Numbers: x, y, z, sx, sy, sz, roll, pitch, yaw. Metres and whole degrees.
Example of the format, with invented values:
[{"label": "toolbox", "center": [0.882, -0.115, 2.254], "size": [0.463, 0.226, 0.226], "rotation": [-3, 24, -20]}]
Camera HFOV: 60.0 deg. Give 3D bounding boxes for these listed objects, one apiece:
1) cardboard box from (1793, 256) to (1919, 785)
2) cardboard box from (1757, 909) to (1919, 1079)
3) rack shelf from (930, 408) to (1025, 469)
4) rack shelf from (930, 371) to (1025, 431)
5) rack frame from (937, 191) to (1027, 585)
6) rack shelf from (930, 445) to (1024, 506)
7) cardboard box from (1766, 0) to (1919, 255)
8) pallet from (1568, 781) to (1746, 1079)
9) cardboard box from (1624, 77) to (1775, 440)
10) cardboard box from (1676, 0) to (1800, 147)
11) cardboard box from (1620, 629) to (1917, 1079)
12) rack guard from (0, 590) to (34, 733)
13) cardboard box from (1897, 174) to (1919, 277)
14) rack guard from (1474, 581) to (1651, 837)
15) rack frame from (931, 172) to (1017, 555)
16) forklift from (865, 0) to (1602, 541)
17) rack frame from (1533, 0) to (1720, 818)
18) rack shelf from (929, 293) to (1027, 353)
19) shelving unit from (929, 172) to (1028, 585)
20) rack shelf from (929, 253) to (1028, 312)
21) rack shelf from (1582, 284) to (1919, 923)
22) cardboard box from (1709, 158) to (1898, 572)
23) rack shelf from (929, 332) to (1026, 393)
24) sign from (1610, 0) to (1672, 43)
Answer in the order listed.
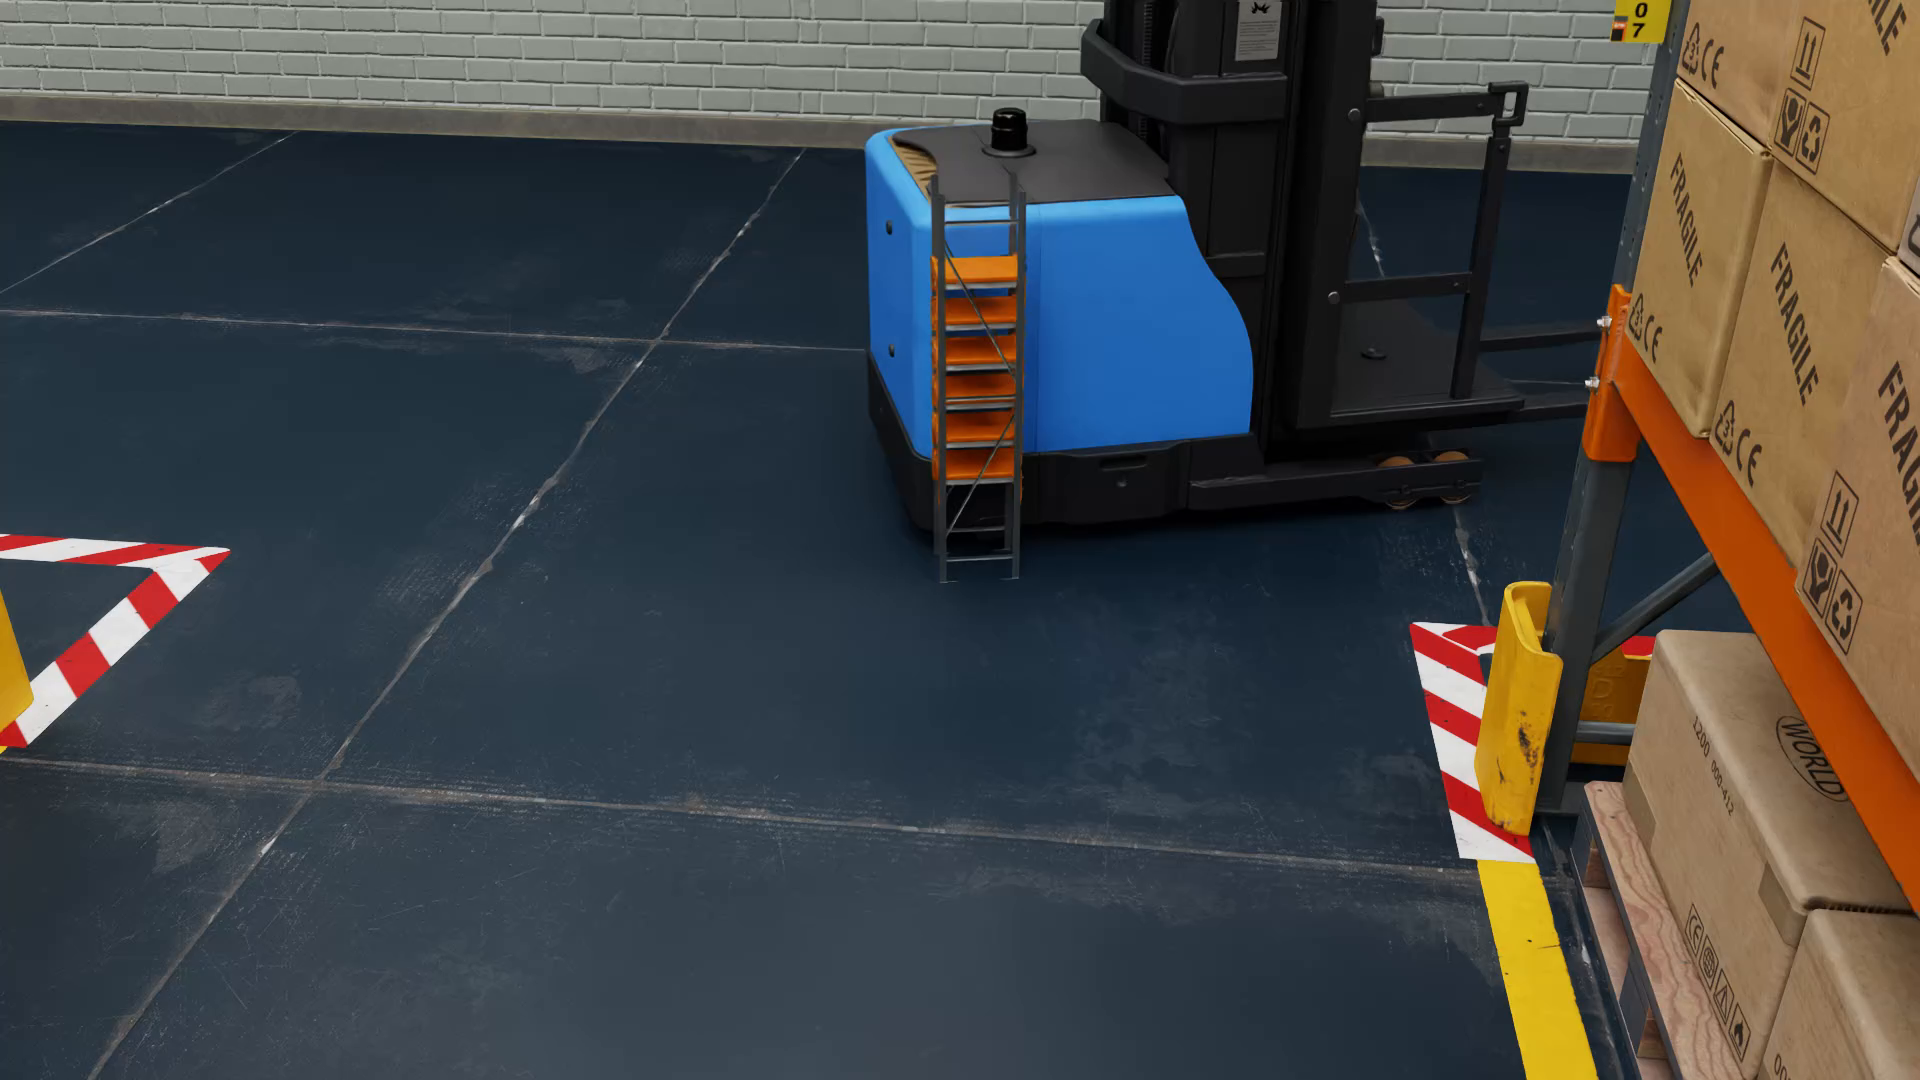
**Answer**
[{"label": "cardboard box", "center": [1.405, -0.015, 2.010], "size": [0.500, 0.500, 0.500], "rotation": [3, 28, 6]}, {"label": "cardboard box", "center": [1.777, 1.032, 2.430], "size": [0.875, 0.438, 0.875], "rotation": [4, 29, 8]}, {"label": "rack shelf", "center": [0.049, -0.300, 4.888], "size": [0.258, 0.103, 0.180], "rotation": [-3, 28, -5]}, {"label": "rack shelf", "center": [0.049, -0.405, 4.831], "size": [0.258, 0.103, 0.180], "rotation": [-3, 28, -5]}, {"label": "rack frame", "center": [0.059, -0.401, 4.730], "size": [0.240, 1.200, 0.006], "rotation": [-3, 28, -5]}, {"label": "rack shelf", "center": [0.049, -0.194, 4.945], "size": [0.258, 0.103, 0.180], "rotation": [-3, 28, -5]}, {"label": "cardboard box", "center": [1.465, -0.690, 2.208], "size": [0.500, 0.500, 0.500], "rotation": [3, 28, 5]}, {"label": "pallet", "center": [1.842, 0.950, 3.264], "size": [1.003, 0.211, 1.213], "rotation": [3, 28, 6]}, {"label": "cardboard box", "center": [1.519, -0.493, 2.898], "size": [0.500, 0.500, 0.500], "rotation": [3, 28, 6]}, {"label": "cardboard box", "center": [1.521, -0.933, 2.660], "size": [0.500, 0.500, 0.500], "rotation": [3, 28, 5]}, {"label": "cardboard box", "center": [1.881, 0.601, 3.230], "size": [0.875, 0.438, 0.875], "rotation": [2, 28, 4]}, {"label": "rack guard", "center": [-3.072, 0.238, 4.282], "size": [1.175, 0.500, 0.348], "rotation": [3, 28, 6]}, {"label": "cardboard box", "center": [1.410, -0.447, 1.757], "size": [0.500, 0.500, 0.500], "rotation": [3, 28, 6]}, {"label": "rack guard", "center": [1.866, 0.431, 3.923], "size": [1.175, 0.500, 0.348], "rotation": [3, 28, 6]}, {"label": "rack frame", "center": [0.039, -0.488, 4.890], "size": [0.240, 1.200, 0.006], "rotation": [-3, 28, -5]}, {"label": "forklift", "center": [1.244, -1.633, 5.191], "size": [3.031, 2.935, 1.130], "rotation": [-6, 29, -11]}, {"label": "rack frame", "center": [1.863, -0.658, 3.310], "size": [1.000, 3.000, 0.127], "rotation": [3, 28, 6]}, {"label": "rack shelf", "center": [0.049, -0.617, 4.717], "size": [0.258, 0.103, 0.180], "rotation": [-3, 28, -5]}, {"label": "shelving unit", "center": [0.049, -0.445, 4.810], "size": [0.258, 1.200, 0.189], "rotation": [-3, 28, -5]}, {"label": "rack shelf", "center": [0.049, -0.722, 4.661], "size": [0.258, 0.103, 0.180], "rotation": [-3, 28, -5]}, {"label": "rack shelf", "center": [1.618, 0.600, 1.733], "size": [1.077, 0.370, 4.000], "rotation": [3, 28, 6]}, {"label": "cardboard box", "center": [1.485, -0.254, 2.453], "size": [0.500, 0.500, 0.500], "rotation": [3, 28, 5]}, {"label": "rack shelf", "center": [0.049, -0.511, 4.774], "size": [0.258, 0.103, 0.180], "rotation": [-3, 28, -5]}, {"label": "sign", "center": [1.313, -1.110, 3.151], "size": [0.100, 0.325, 0.005], "rotation": [3, 28, 6]}]
